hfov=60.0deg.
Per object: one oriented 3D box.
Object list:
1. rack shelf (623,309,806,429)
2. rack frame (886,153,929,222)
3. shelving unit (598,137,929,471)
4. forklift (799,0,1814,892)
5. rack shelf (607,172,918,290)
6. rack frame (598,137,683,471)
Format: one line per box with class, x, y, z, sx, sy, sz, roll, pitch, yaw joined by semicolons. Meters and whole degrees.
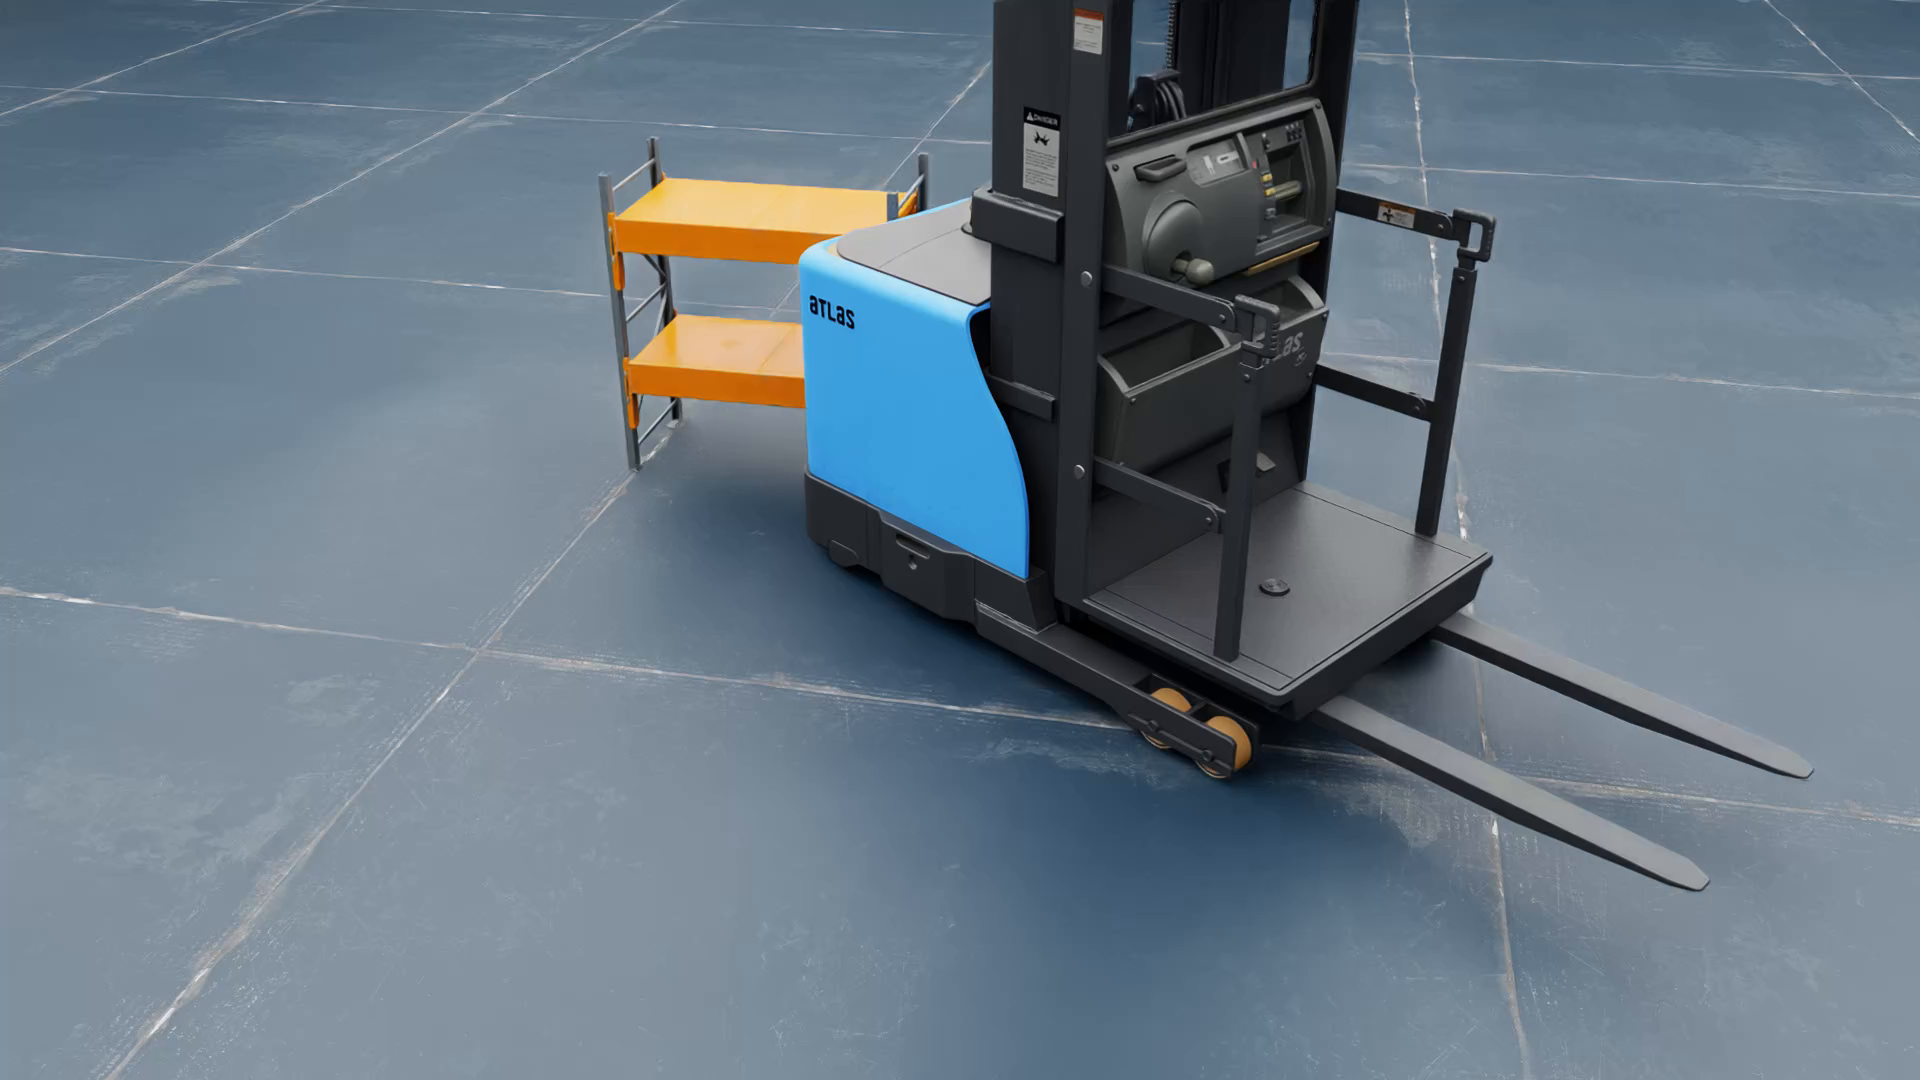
rack shelf;-0.675;-0.604;6.191;1.000;0.278;0.538;6;29;10
rack frame;-0.178;-0.768;5.982;0.032;1.125;0.500;6;29;10
shelving unit;-0.675;-0.819;6.074;1.048;1.125;0.538;6;29;10
forklift;0.872;-0.914;4.368;1.130;2.935;3.031;-25;38;-38
rack shelf;-0.675;-1.075;5.933;1.000;0.278;0.538;6;29;10
rack frame;-1.173;-0.869;6.166;0.032;1.125;0.500;6;29;10
